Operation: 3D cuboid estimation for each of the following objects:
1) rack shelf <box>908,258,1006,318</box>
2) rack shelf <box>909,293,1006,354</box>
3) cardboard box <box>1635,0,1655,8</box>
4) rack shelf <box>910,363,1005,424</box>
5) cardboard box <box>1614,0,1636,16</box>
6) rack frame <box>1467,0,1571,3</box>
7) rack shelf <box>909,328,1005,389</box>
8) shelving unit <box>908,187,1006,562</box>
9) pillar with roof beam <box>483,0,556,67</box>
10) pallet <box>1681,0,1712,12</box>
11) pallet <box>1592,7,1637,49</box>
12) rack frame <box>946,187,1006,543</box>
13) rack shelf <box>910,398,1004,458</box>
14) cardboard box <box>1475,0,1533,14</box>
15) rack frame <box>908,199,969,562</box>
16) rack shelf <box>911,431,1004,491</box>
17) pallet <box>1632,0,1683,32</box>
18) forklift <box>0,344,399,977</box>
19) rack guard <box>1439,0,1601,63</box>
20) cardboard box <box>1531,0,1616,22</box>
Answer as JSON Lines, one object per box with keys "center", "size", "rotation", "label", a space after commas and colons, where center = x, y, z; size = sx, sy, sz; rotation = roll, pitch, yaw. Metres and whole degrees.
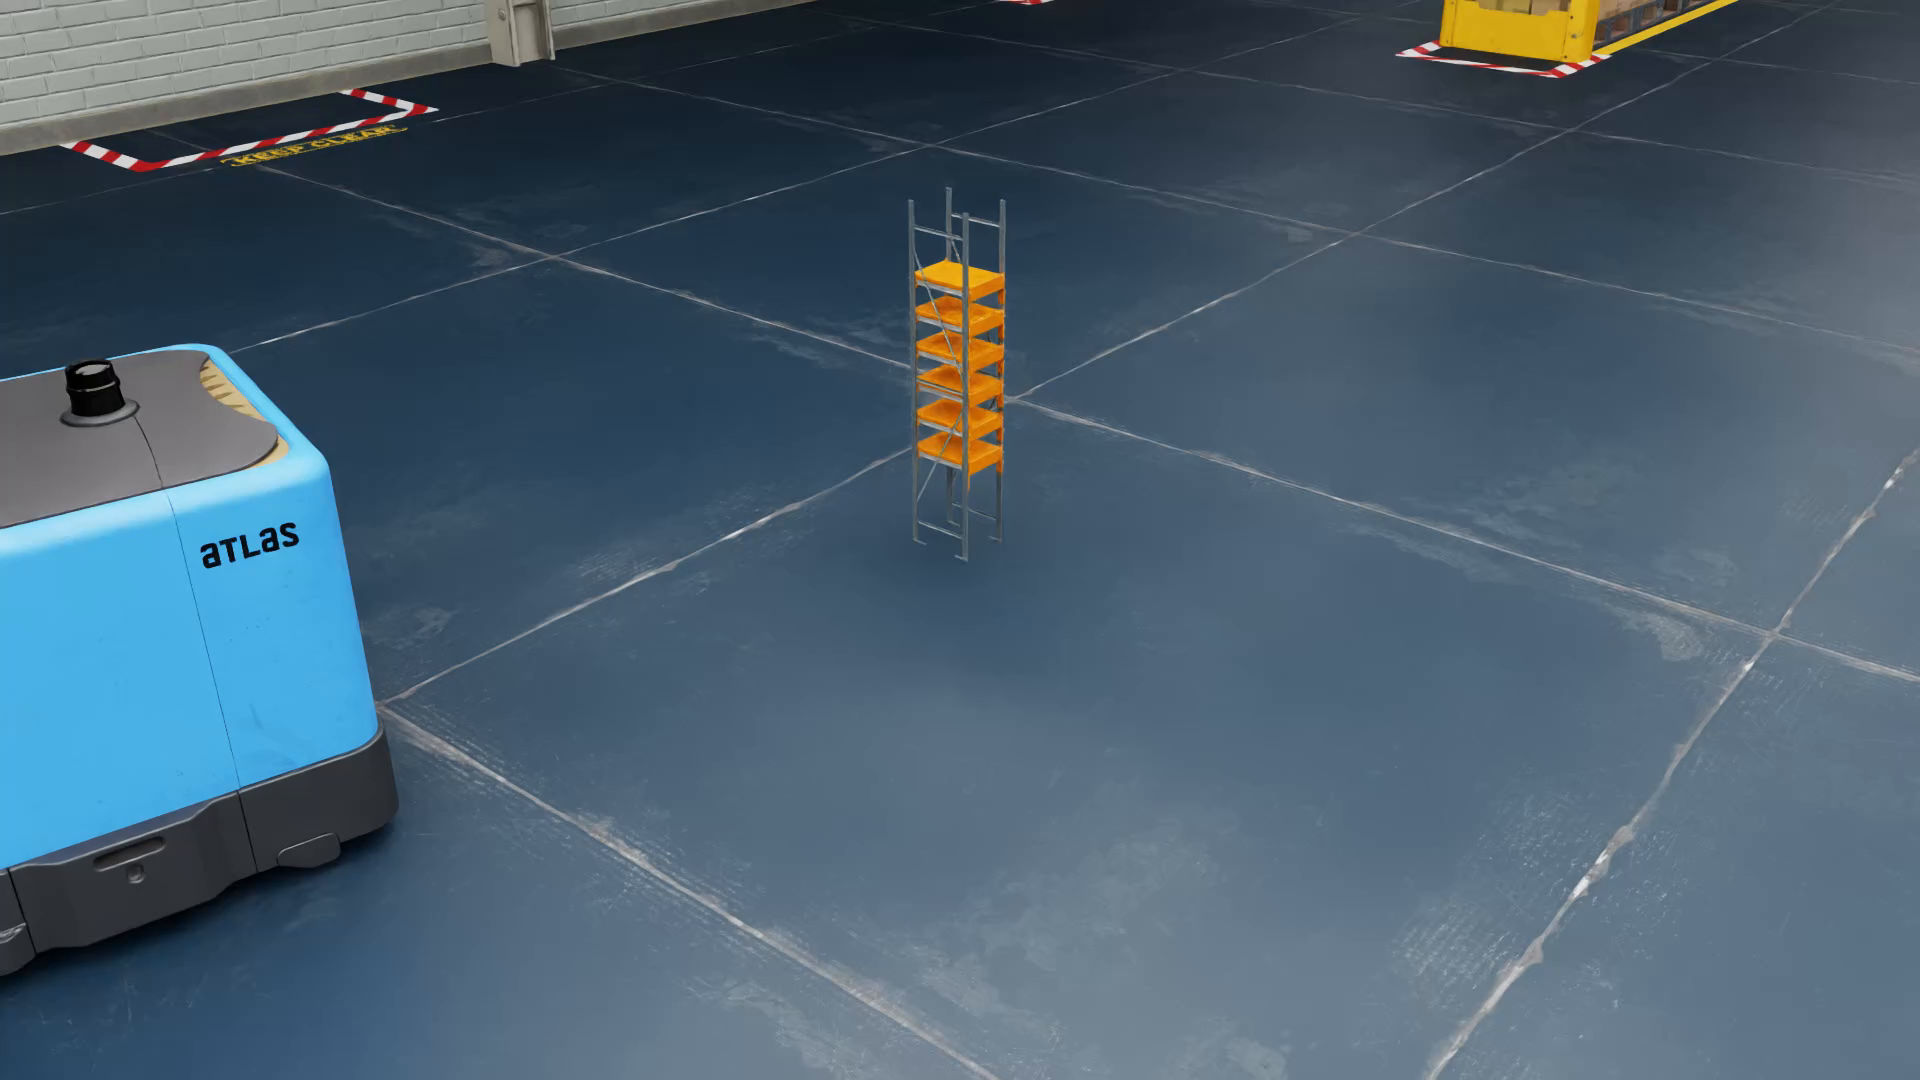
{"center": [-0.009, -0.808, 5.319], "size": [0.258, 0.103, 0.180], "rotation": [21, 34, 34], "label": "rack shelf"}
{"center": [-0.009, -0.701, 5.375], "size": [0.258, 0.103, 0.180], "rotation": [21, 34, 34], "label": "rack shelf"}
{"center": [5.597, -4.707, 14.119], "size": [0.500, 0.250, 0.500], "rotation": [21, 34, 34], "label": "cardboard box"}
{"center": [-0.009, -0.488, 5.485], "size": [0.258, 0.103, 0.180], "rotation": [21, 34, 34], "label": "rack shelf"}
{"center": [5.279, -4.530, 13.777], "size": [0.500, 0.250, 0.500], "rotation": [21, 34, 34], "label": "cardboard box"}
{"center": [4.451, -5.261, 12.655], "size": [1.000, 3.000, 0.127], "rotation": [21, 34, 34], "label": "rack frame"}
{"center": [-0.009, -0.595, 5.430], "size": [0.258, 0.103, 0.180], "rotation": [21, 34, 34], "label": "rack shelf"}
{"center": [-0.009, -0.528, 5.464], "size": [0.258, 1.200, 0.189], "rotation": [21, 34, 34], "label": "shelving unit"}
{"center": [-0.091, -6.487, 8.496], "size": [9.100, 9.000, 0.400], "rotation": [21, 34, 34], "label": "pillar with roof beam"}
{"center": [6.457, -5.171, 15.515], "size": [1.003, 0.211, 1.213], "rotation": [21, 34, 34], "label": "pallet"}
{"center": [4.905, -4.306, 13.843], "size": [1.003, 0.211, 1.213], "rotation": [21, 34, 34], "label": "pallet"}
{"center": [0.049, -0.560, 5.527], "size": [0.240, 1.200, 0.006], "rotation": [21, 34, 34], "label": "rack frame"}
{"center": [-0.009, -0.382, 5.540], "size": [0.258, 0.103, 0.180], "rotation": [21, 34, 34], "label": "rack shelf"}
{"center": [4.564, -4.503, 13.724], "size": [0.500, 0.250, 0.500], "rotation": [21, 34, 34], "label": "cardboard box"}
{"center": [-0.067, -0.495, 5.402], "size": [0.240, 1.200, 0.006], "rotation": [21, 34, 34], "label": "rack frame"}
{"center": [-0.009, -0.275, 5.595], "size": [0.258, 0.103, 0.180], "rotation": [21, 34, 34], "label": "rack shelf"}
{"center": [5.681, -4.736, 14.676], "size": [1.003, 0.211, 1.213], "rotation": [21, 34, 34], "label": "pallet"}
{"center": [-2.928, -0.315, 3.170], "size": [3.031, 2.935, 1.130], "rotation": [-19, 33, -32], "label": "forklift"}
{"center": [4.436, -4.142, 13.213], "size": [1.175, 0.500, 0.348], "rotation": [21, 34, 34], "label": "rack guard"}
{"center": [4.964, -4.351, 13.432], "size": [0.500, 0.250, 0.500], "rotation": [21, 34, 34], "label": "cardboard box"}
